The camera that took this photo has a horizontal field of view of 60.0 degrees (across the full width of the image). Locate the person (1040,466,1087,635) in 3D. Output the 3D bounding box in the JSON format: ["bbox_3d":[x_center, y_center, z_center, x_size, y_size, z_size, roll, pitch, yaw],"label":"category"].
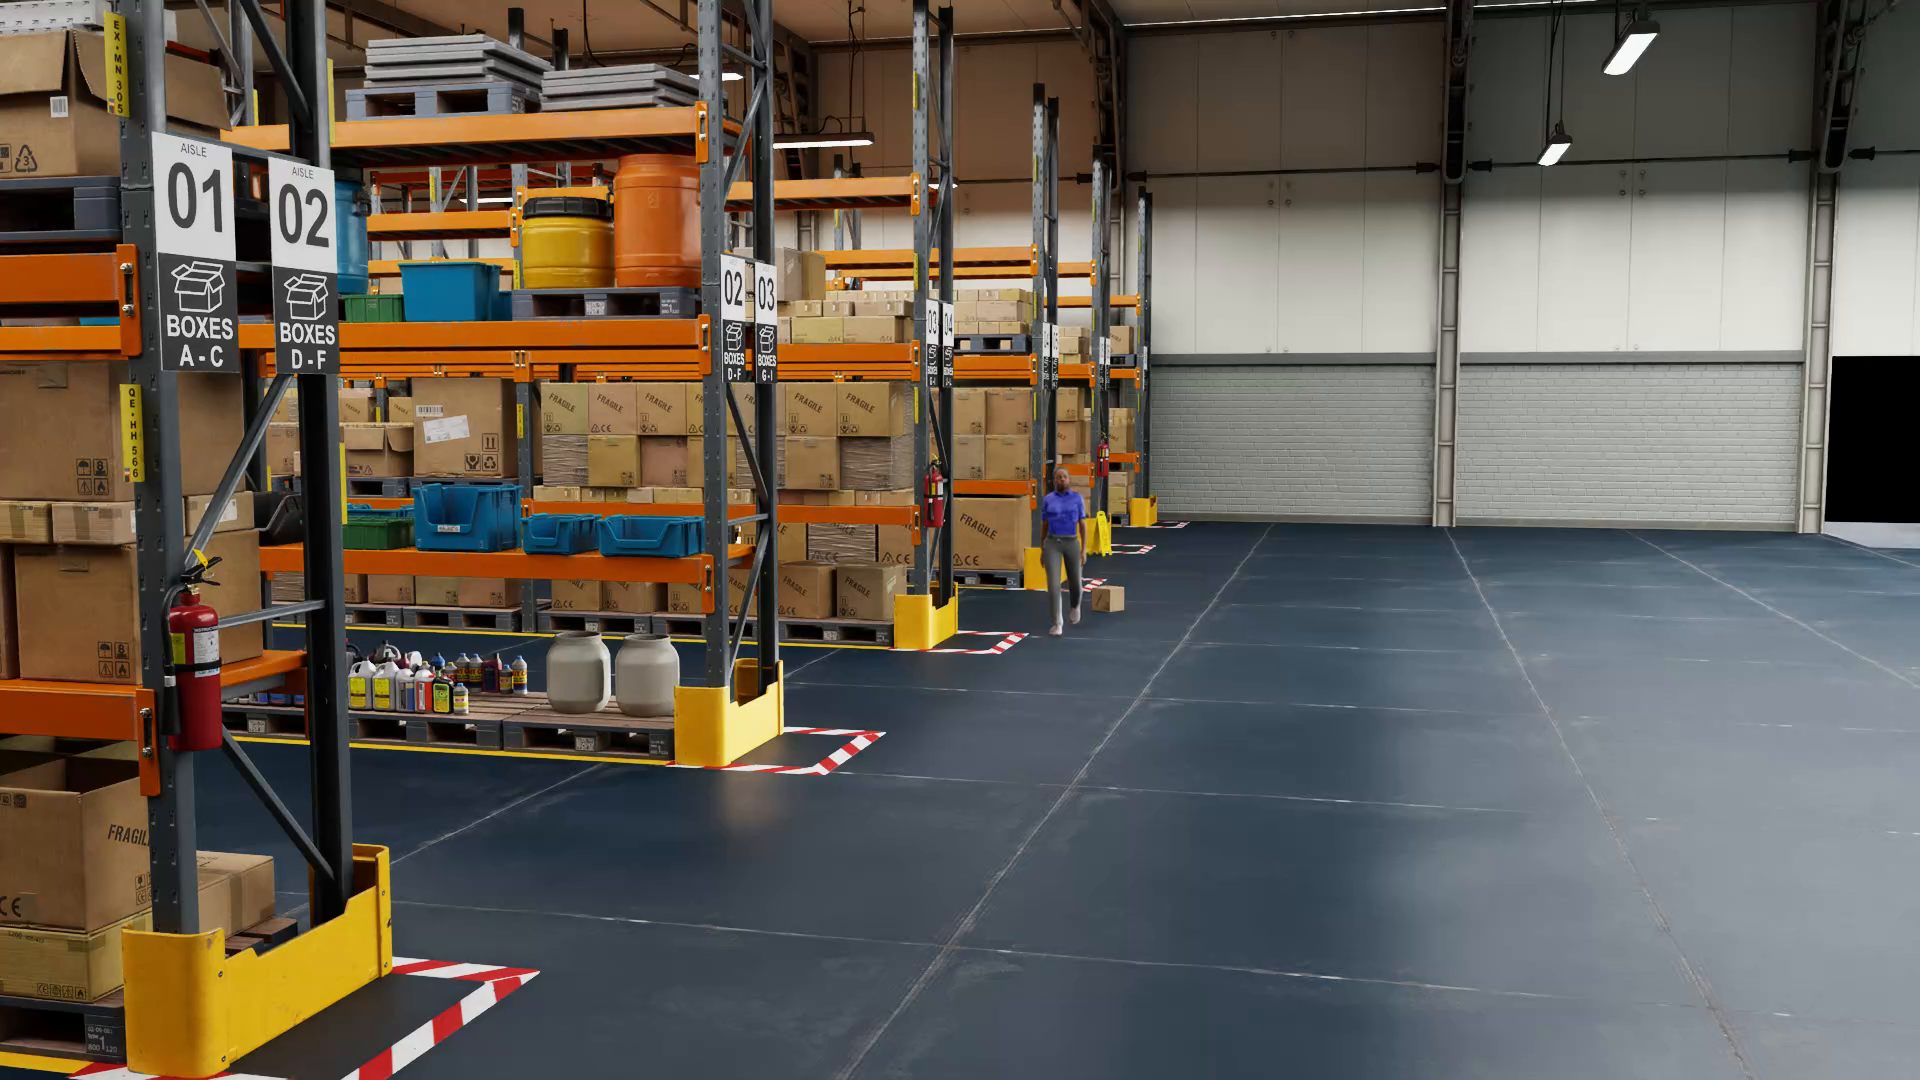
[{"bbox_3d":[1.008,0.086,16.200,0.461,1.619,0.744,0,5,5],"label":"person"}]
